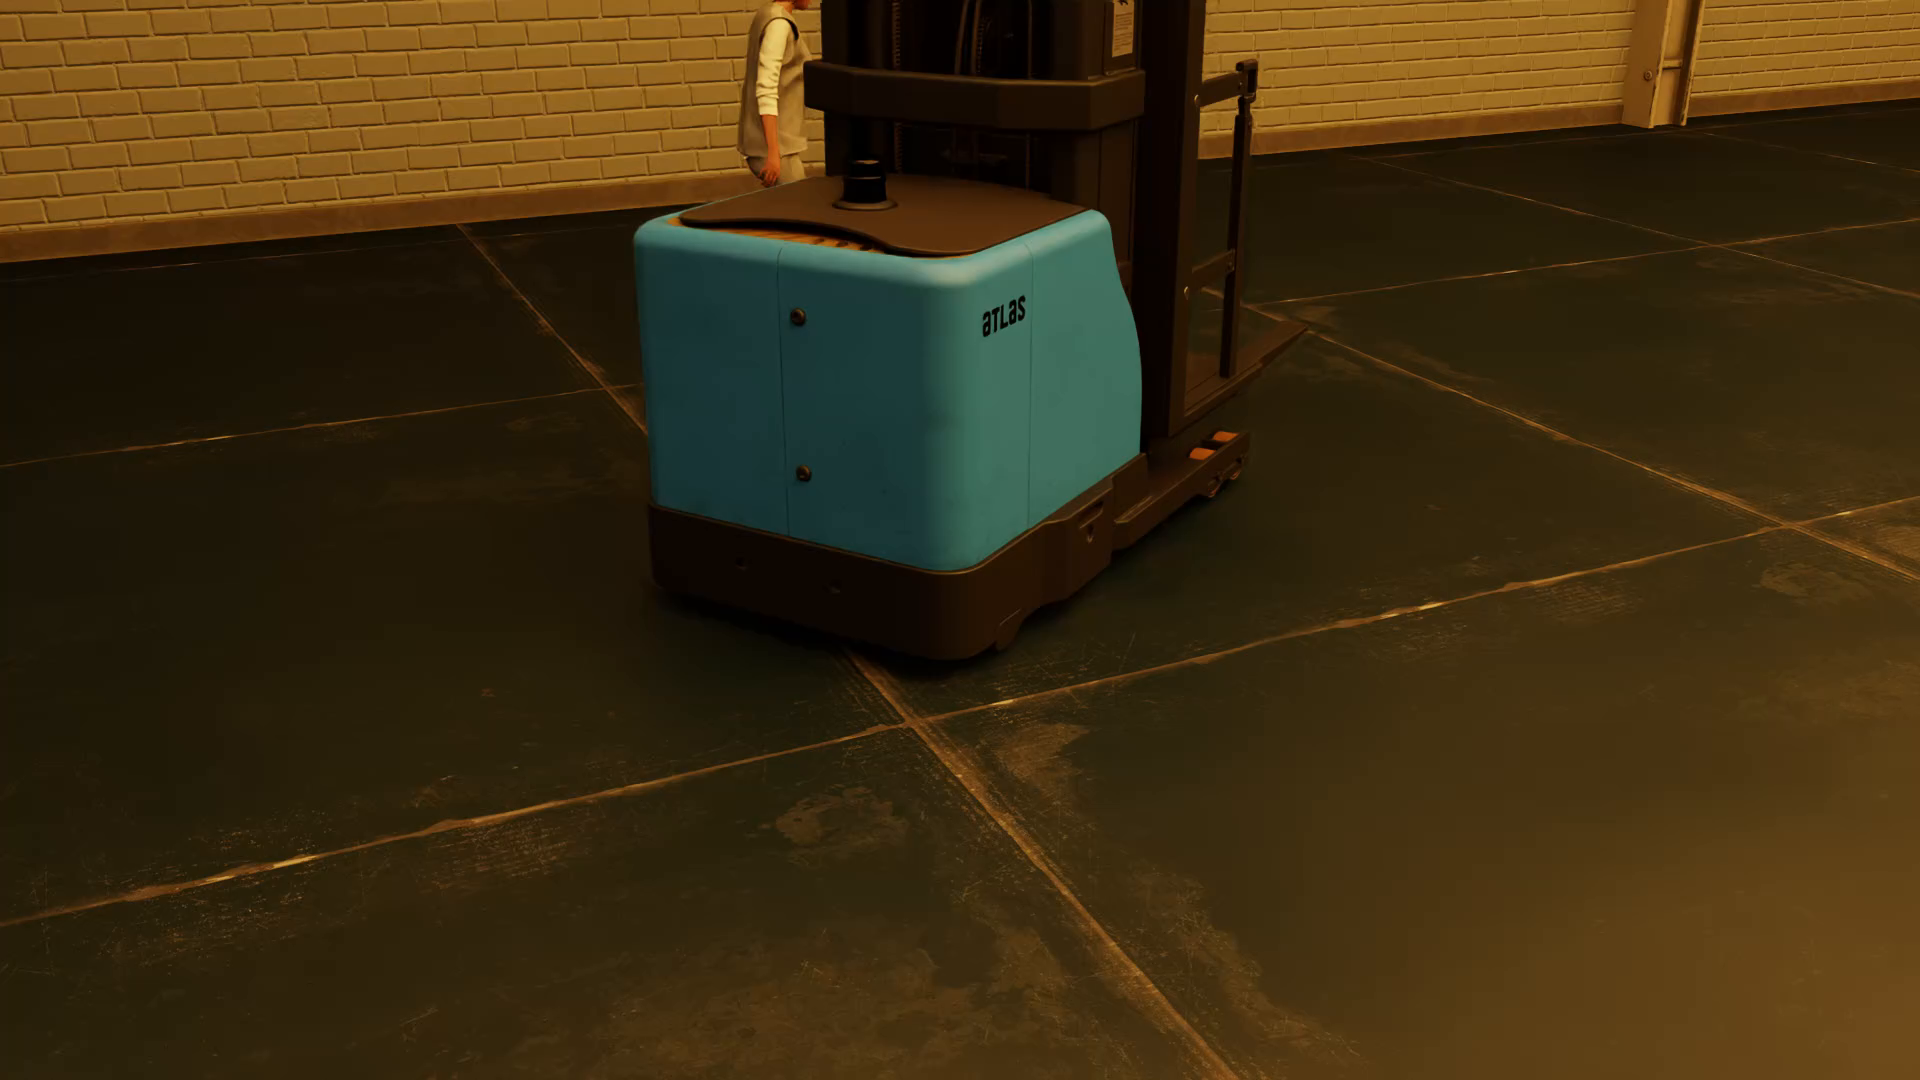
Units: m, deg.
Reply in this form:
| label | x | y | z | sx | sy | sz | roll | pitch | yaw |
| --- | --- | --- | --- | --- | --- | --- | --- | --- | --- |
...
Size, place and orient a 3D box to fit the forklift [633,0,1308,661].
| label | x | y | z | sx | sy | sz | roll | pitch | yaw |
| --- | --- | --- | --- | --- | --- | --- | --- | --- | --- |
| forklift | 0.320 | -1.570 | 5.065 | 1.130 | 2.935 | 3.031 | 13 | 26 | 28 |

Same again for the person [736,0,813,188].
| label | x | y | z | sx | sy | sz | roll | pitch | yaw |
| --- | --- | --- | --- | --- | --- | --- | --- | --- | --- |
| person | -0.757 | -1.604 | 6.850 | 0.385 | 1.561 | 0.726 | -5 | 23 | -13 |
